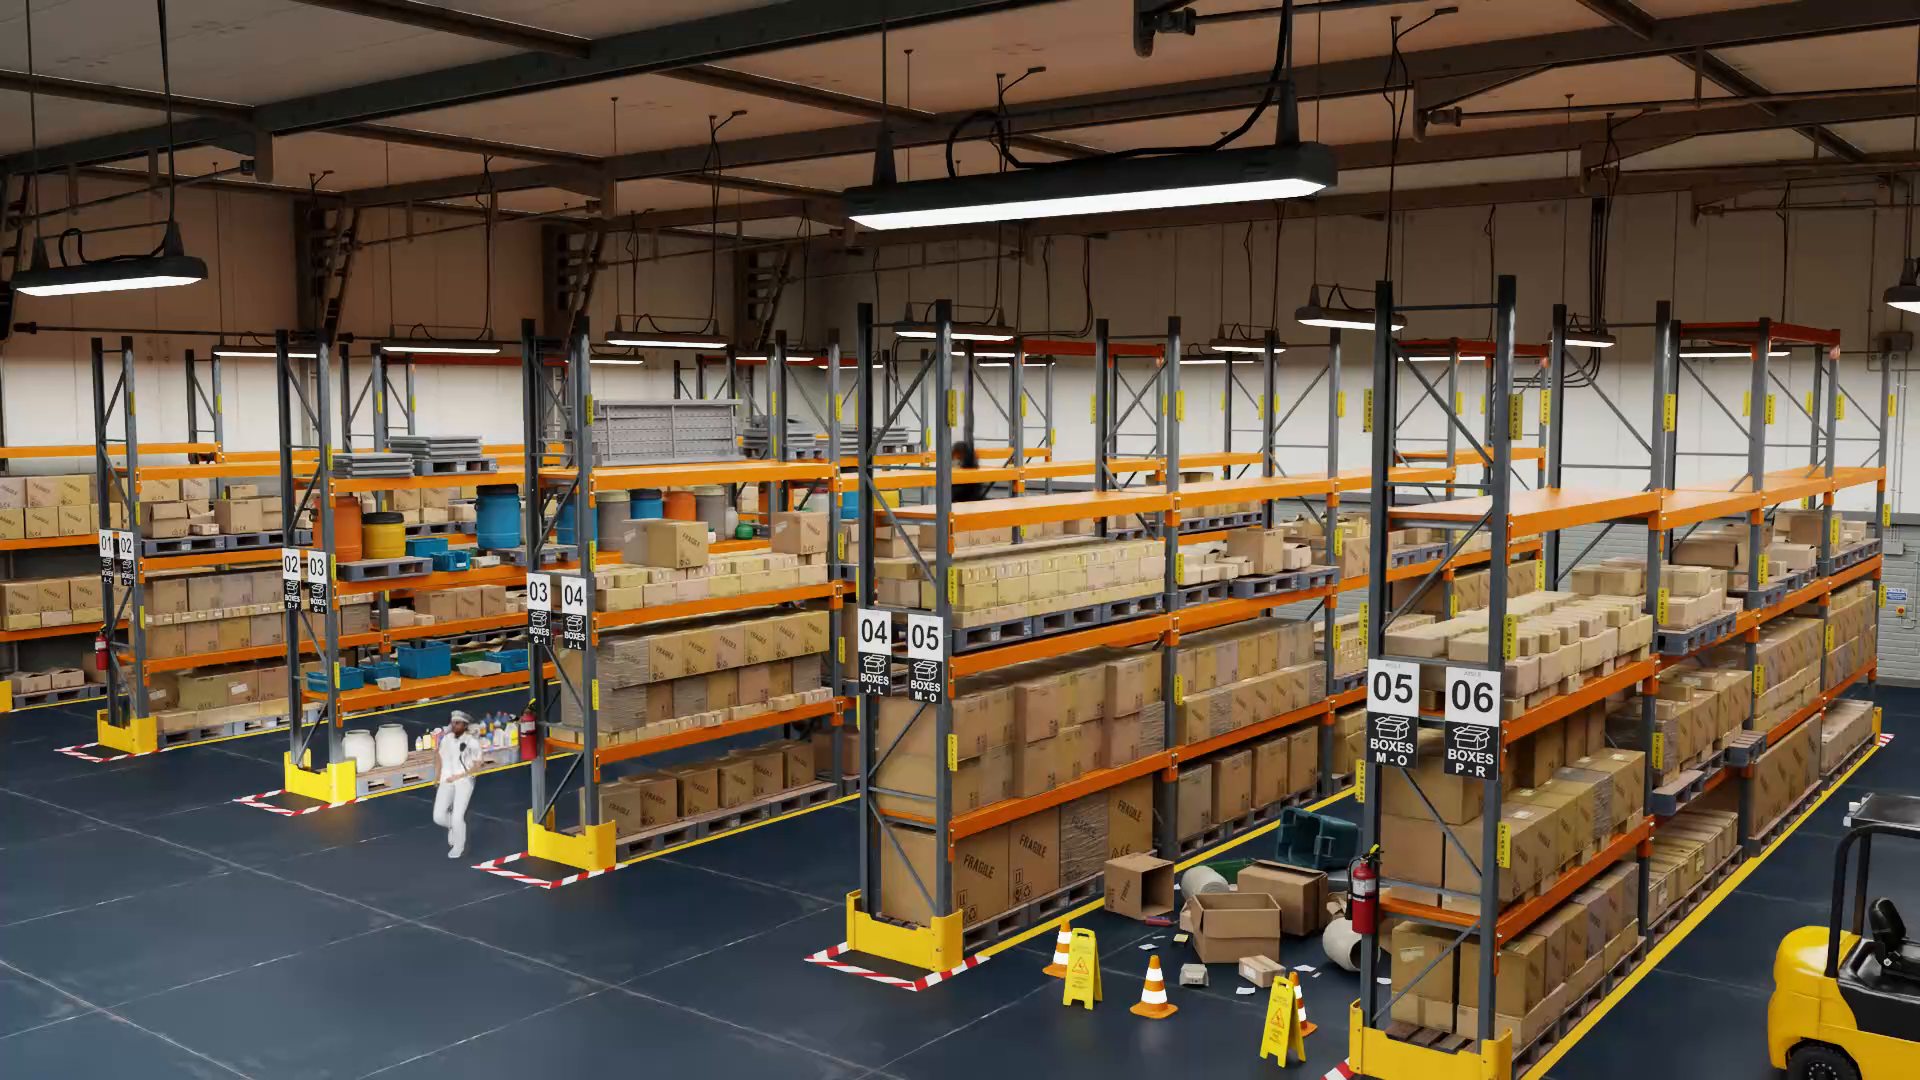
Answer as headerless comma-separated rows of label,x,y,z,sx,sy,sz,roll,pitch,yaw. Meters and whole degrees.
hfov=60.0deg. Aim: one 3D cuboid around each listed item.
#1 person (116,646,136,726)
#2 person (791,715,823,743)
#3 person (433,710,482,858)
person,-12.813,2.017,26.046,0.669,1.812,0.893,4,6,37
person,-2.159,2.246,23.717,0.630,1.677,0.733,3,6,30
person,-5.657,2.728,18.650,0.587,1.659,0.511,1,5,8
